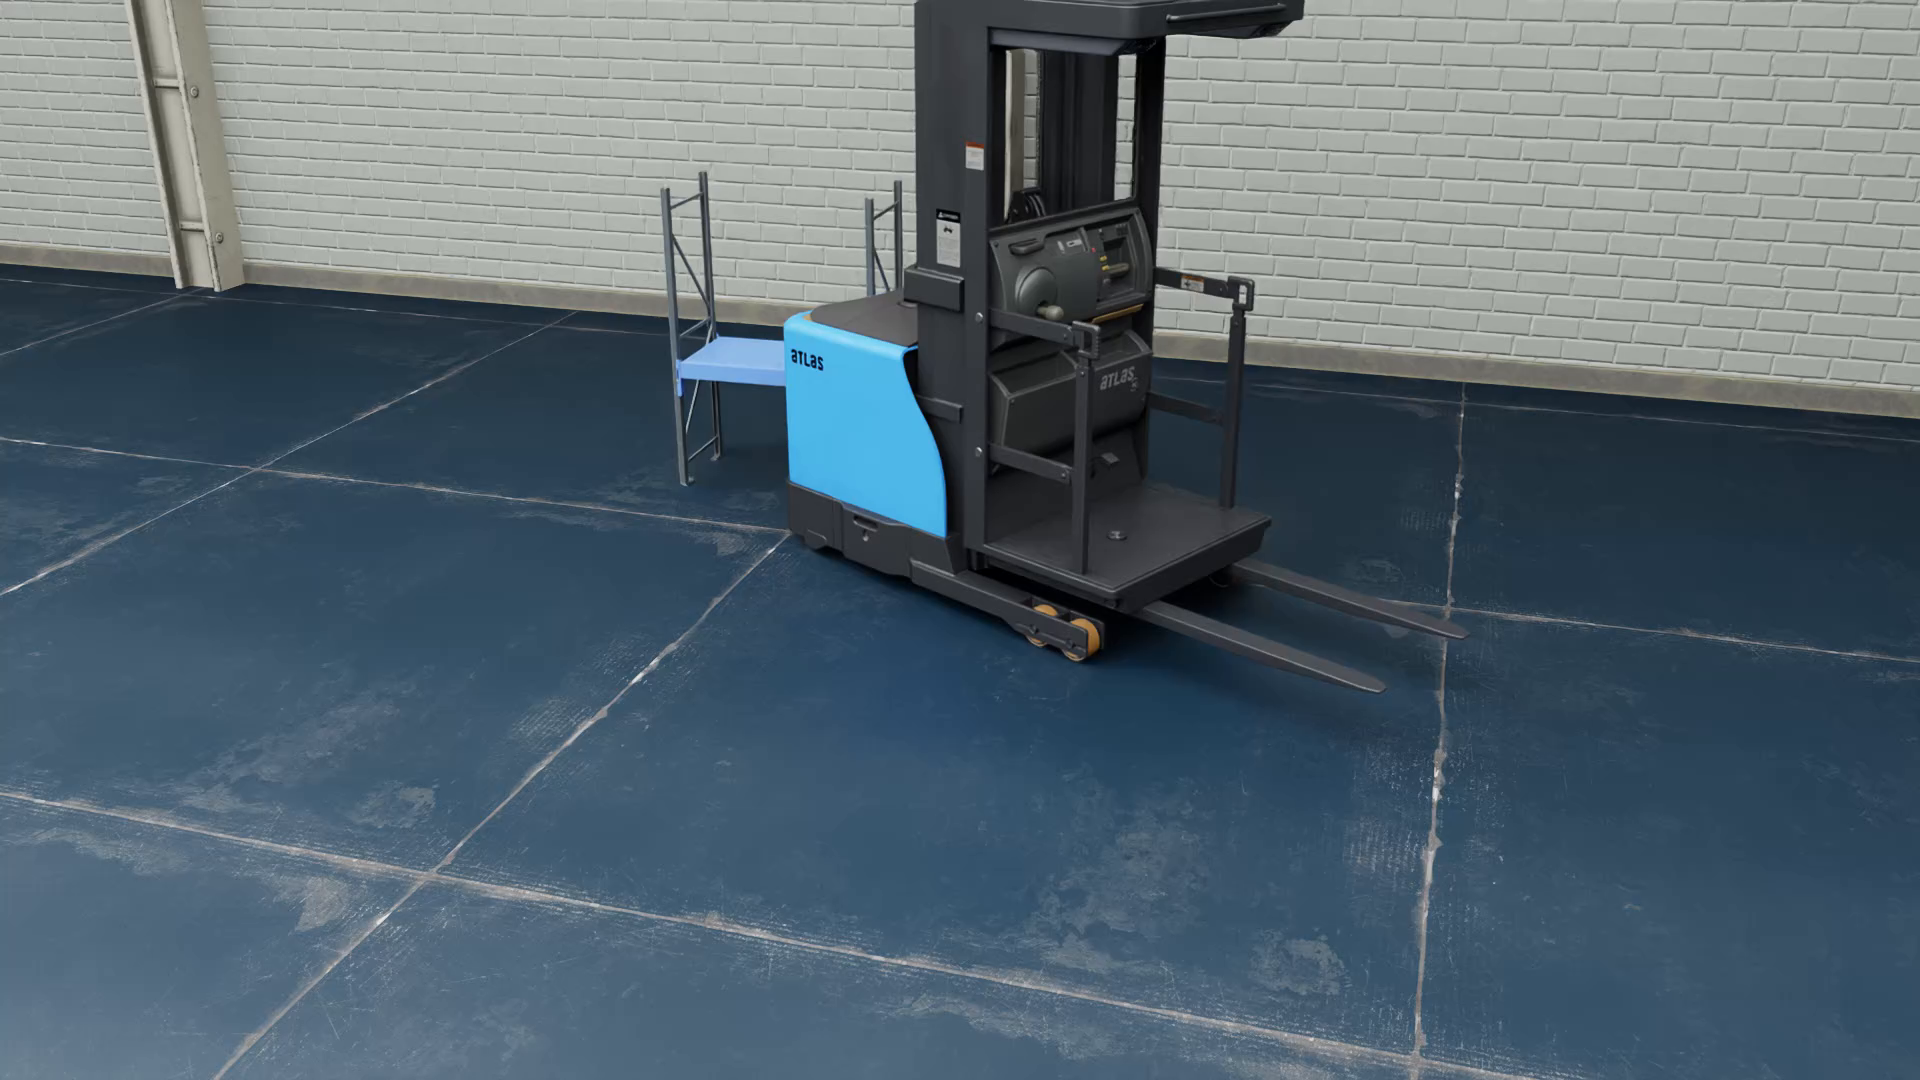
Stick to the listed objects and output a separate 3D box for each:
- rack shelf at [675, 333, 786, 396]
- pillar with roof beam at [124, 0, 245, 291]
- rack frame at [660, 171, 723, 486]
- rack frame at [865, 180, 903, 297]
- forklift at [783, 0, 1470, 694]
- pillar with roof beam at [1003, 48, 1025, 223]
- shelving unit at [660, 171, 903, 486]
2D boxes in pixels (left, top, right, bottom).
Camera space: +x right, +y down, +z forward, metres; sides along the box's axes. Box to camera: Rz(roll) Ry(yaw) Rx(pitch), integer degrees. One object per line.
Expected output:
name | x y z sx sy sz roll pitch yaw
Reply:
rack shelf | -0.852 -0.845 8.328 1.000 0.185 0.538 6 23 14
pillar with roof beam | -6.826 -4.503 6.891 0.400 9.000 9.100 7 23 16
rack frame | -1.343 -1.061 8.381 0.032 1.500 0.500 6 23 14
rack frame | -0.361 -0.962 8.139 0.032 1.500 0.500 6 23 14
forklift | 0.615 -1.099 6.586 3.031 2.935 1.130 20 30 40
pillar with roof beam | -1.082 -3.846 5.288 0.400 9.000 9.100 7 23 16
shelving unit | -0.852 -1.012 8.260 1.048 1.500 0.538 6 23 14
